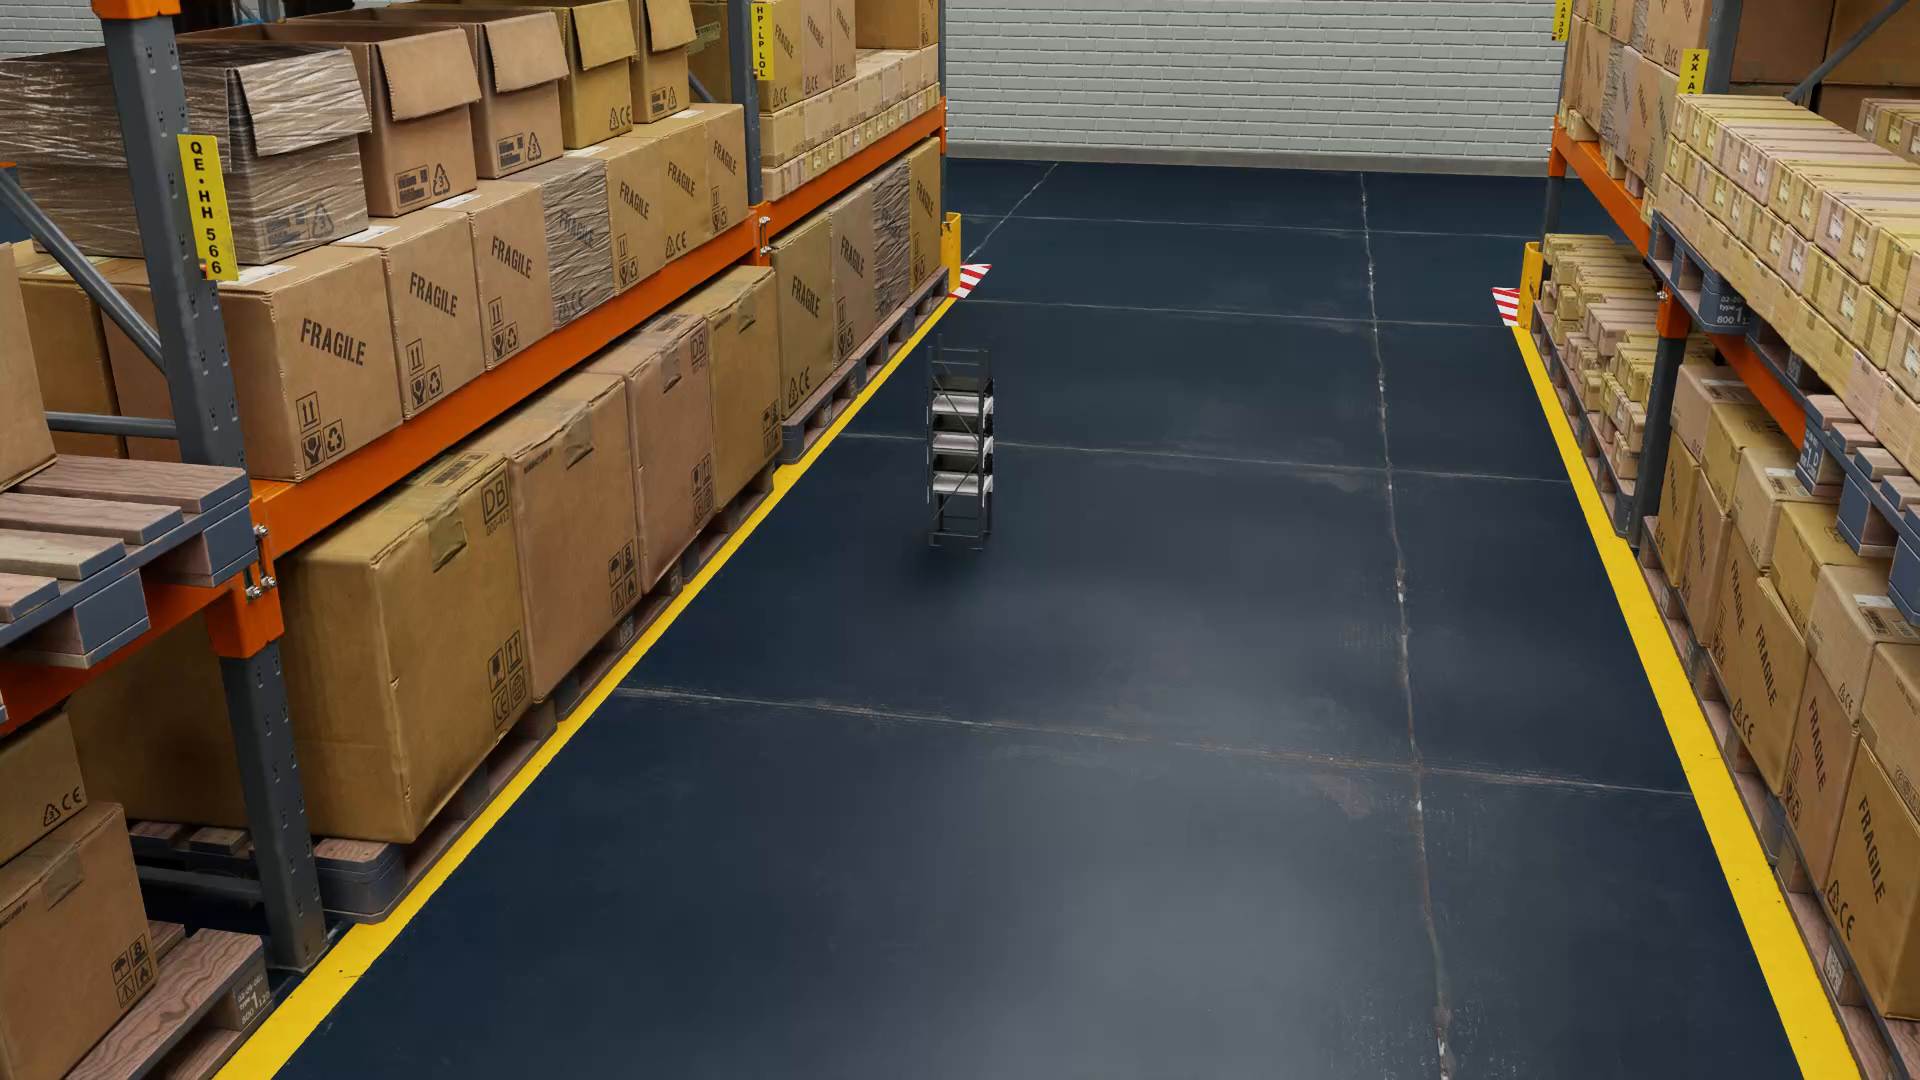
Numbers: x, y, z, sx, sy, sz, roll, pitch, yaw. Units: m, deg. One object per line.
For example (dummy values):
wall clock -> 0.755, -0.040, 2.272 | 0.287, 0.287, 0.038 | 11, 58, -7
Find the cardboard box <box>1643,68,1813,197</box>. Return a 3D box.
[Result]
cardboard box -> 3.244, -1.714, 7.062 | 0.500, 0.500, 0.500 | 4, 22, 11

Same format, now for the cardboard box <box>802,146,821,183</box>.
cardboard box -> -0.920, -1.905, 8.405 | 0.380, 0.149, 0.250 | 5, 23, 13

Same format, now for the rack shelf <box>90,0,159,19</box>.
rack shelf -> -2.637, -0.610, 1.800 | 1.077, 0.370, 4.000 | 4, 22, 11

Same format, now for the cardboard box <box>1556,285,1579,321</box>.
cardboard box -> 3.647, -1.355, 9.558 | 0.380, 0.149, 0.250 | 5, 23, 13

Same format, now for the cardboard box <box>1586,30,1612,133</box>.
cardboard box -> 3.680, -2.460, 8.913 | 0.500, 0.500, 0.500 | 5, 22, 12

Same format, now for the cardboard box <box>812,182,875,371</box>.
cardboard box -> -1.016, -1.520, 9.394 | 0.875, 0.875, 0.875 | 4, 22, 11

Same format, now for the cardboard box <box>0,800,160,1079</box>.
cardboard box -> -2.346, 0.919, 3.815 | 0.700, 0.500, 0.500 | 3, 22, 8

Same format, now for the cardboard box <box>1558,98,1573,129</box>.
cardboard box -> 3.852, -2.584, 10.091 | 0.380, 0.149, 0.250 | 4, 22, 10

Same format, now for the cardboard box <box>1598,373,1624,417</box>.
cardboard box -> 3.256, -0.680, 7.883 | 0.380, 0.149, 0.250 | 4, 22, 9

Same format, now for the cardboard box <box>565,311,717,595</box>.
cardboard box -> -1.705, -0.393, 6.596 | 1.225, 0.875, 0.875 | 4, 22, 9

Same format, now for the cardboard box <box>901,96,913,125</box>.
cardboard box -> -0.503, -2.659, 10.276 | 0.380, 0.149, 0.250 | 5, 22, 12

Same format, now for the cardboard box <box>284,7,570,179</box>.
cardboard box -> -1.798, -1.545, 5.698 | 0.797, 0.503, 0.637 | 5, 23, 13

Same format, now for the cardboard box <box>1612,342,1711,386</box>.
cardboard box -> 3.297, -0.818, 7.826 | 0.380, 0.149, 0.250 | 4, 22, 10

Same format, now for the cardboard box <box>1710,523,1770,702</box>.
cardboard box -> 2.812, 0.270, 5.453 | 0.500, 0.500, 0.500 | 5, 22, 12

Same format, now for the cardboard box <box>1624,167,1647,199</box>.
cardboard box -> 3.413, -1.727, 7.962 | 0.380, 0.149, 0.250 | 3, 22, 9

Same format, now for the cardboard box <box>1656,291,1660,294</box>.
cardboard box -> 4.150, -1.309, 9.445 | 0.380, 0.149, 0.250 | 4, 22, 10

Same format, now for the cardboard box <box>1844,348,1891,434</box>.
cardboard box -> 2.361, -0.347, 3.974 | 0.380, 0.149, 0.250 | 5, 22, 12

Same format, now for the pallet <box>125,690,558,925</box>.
pallet -> -1.994, 0.727, 5.265 | 1.003, 0.211, 1.213 | 4, 22, 11

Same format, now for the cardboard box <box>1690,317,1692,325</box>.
cardboard box -> 4.039, -1.159, 8.675 | 0.380, 0.149, 0.250 | 5, 22, 11

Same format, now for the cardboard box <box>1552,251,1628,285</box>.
cardboard box -> 3.684, -1.584, 9.730 | 0.380, 0.149, 0.250 | 4, 22, 11

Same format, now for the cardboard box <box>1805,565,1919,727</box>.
cardboard box -> 2.581, 0.293, 4.391 | 0.500, 0.250, 0.500 | 5, 22, 12

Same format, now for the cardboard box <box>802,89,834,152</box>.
cardboard box -> -0.954, -2.148, 8.475 | 0.500, 0.250, 0.500 | 4, 22, 11

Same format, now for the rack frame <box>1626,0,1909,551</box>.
rack frame -> 3.422, -1.331, 6.644 | 1.000, 3.000, 0.127 | 4, 22, 11

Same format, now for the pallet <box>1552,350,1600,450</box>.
pallet -> 3.771, -0.734, 8.893 | 1.003, 0.211, 1.213 | 4, 22, 11

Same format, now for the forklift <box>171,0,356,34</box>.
forklift -> -3.607, -1.833, 7.982 | 1.130, 2.935, 3.031 | 7, 23, 17

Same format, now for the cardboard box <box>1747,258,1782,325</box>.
cardboard box -> 2.576, -0.731, 4.927 | 0.380, 0.149, 0.250 | 3, 22, 8

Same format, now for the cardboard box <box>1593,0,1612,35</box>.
cardboard box -> 3.662, -2.925, 8.730 | 0.500, 0.500, 0.500 | 4, 22, 10

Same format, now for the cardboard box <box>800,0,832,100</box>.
cardboard box -> -0.957, -2.498, 8.339 | 0.500, 0.500, 0.500 | 4, 22, 11

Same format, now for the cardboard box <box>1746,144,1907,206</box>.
cardboard box -> 2.629, -1.104, 5.056 | 0.380, 0.149, 0.250 | 5, 23, 13

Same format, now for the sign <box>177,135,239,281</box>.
sign -> -1.696, -0.746, 3.747 | 0.100, 0.325, 0.005 | 4, 22, 11

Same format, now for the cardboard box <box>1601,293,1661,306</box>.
cardboard box -> 3.592, -1.195, 8.763 | 0.380, 0.149, 0.250 | 5, 22, 11

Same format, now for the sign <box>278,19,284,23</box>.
sign -> -4.903, -3.626, 12.124 | 0.100, 0.325, 0.005 | 4, 22, 11

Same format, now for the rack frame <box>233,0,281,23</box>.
rack frame -> -5.445, -3.587, 12.244 | 1.000, 3.000, 0.127 | 4, 22, 11

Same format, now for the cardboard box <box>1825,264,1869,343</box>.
cardboard box -> 2.417, -0.586, 4.169 | 0.380, 0.149, 0.250 | 5, 22, 11

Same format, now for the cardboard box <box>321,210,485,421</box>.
cardboard box -> -1.760, -0.676, 4.882 | 0.500, 0.500, 0.500 | 4, 22, 9

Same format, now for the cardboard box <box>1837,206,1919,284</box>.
cardboard box -> 2.415, -0.722, 4.109 | 0.380, 0.149, 0.250 | 5, 22, 13

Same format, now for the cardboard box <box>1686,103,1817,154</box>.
cardboard box -> 2.841, -1.474, 5.976 | 0.380, 0.149, 0.250 | 5, 22, 12

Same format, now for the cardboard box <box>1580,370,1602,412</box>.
cardboard box -> 3.380, -0.752, 8.459 | 0.380, 0.149, 0.250 | 4, 22, 11

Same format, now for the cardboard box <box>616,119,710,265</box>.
cardboard box -> -1.348, -1.420, 6.731 | 0.500, 0.500, 0.500 | 5, 23, 13

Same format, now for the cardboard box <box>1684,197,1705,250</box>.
cardboard box -> 2.786, -1.108, 5.863 | 0.380, 0.149, 0.250 | 5, 22, 11

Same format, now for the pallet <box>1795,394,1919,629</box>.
pallet -> 2.647, -0.048, 3.715 | 1.213, 0.211, 1.003 | 4, 22, 11

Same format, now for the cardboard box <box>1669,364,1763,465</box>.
cardboard box -> 3.013, -0.464, 6.271 | 0.500, 0.250, 0.500 | 3, 22, 9

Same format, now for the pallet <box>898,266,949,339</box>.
pallet -> -0.683, -1.617, 11.087 | 1.003, 0.211, 1.213 | 4, 22, 11

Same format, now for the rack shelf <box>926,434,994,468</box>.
rack shelf -> 0.002, -0.389, 7.205 | 0.258, 0.077, 0.200 | 4, 22, 11

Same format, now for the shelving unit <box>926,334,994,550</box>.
shelving unit -> 0.002, -0.420, 7.193 | 0.258, 0.900, 0.210 | 4, 22, 11

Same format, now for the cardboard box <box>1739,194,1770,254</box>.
cardboard box -> 2.629, -0.958, 5.094 | 0.380, 0.149, 0.250 | 4, 22, 10

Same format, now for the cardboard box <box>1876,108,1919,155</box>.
cardboard box -> 3.477, -1.425, 5.856 | 0.380, 0.149, 0.250 | 4, 22, 9

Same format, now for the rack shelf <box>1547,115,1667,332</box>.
rack shelf -> 3.830, -1.729, 8.594 | 1.077, 0.370, 4.000 | 4, 22, 11

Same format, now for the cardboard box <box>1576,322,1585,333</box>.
cardboard box -> 3.683, -1.120, 9.374 | 0.380, 0.149, 0.250 | 5, 22, 11

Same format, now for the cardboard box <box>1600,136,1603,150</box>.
cardboard box -> 3.735, -2.191, 9.115 | 0.380, 0.149, 0.250 | 4, 22, 10

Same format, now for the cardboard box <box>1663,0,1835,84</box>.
cardboard box -> 3.254, -2.172, 6.861 | 0.500, 0.500, 0.500 | 4, 22, 9

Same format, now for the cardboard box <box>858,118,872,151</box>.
cardboard box -> -0.710, -2.283, 9.343 | 0.380, 0.149, 0.250 | 4, 22, 9

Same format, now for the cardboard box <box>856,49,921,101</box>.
cardboard box -> -0.540, -2.895, 10.328 | 0.500, 0.250, 0.500 | 4, 22, 10

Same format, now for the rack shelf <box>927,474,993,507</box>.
rack shelf -> 0.002, -0.223, 7.273 | 0.258, 0.077, 0.200 | 4, 22, 11

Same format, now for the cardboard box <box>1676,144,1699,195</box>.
cardboard box -> 2.841, -1.344, 6.050 | 0.380, 0.149, 0.250 | 4, 22, 10
